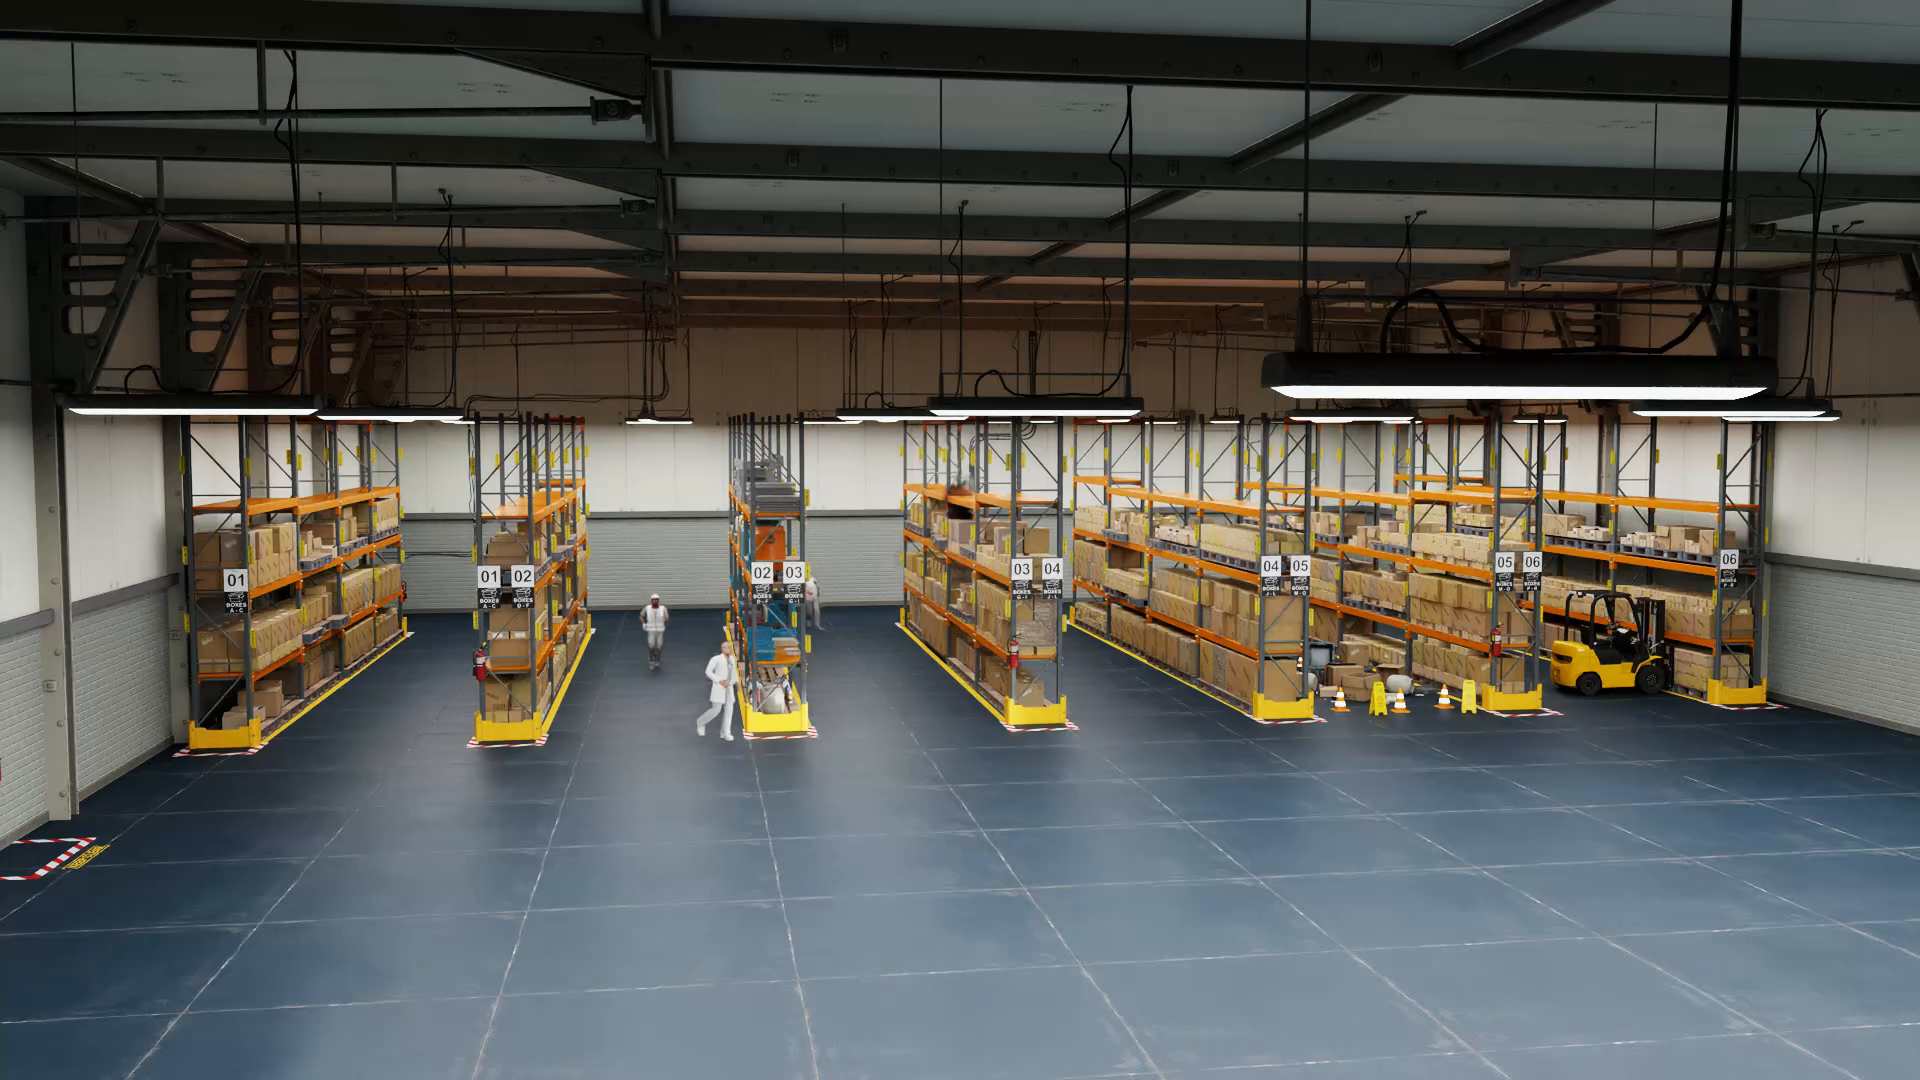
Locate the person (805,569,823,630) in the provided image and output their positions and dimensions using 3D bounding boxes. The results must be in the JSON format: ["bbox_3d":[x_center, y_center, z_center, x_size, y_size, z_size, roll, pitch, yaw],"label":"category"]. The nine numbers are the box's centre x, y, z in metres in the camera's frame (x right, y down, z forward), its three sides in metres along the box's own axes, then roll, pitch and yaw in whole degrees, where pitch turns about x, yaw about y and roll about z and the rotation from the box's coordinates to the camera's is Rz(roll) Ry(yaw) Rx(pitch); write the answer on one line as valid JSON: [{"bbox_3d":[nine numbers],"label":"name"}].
[{"bbox_3d":[-4.287,1.673,47.054,0.667,1.745,0.813,-3,5,-33],"label":"person"}]

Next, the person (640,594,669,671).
[{"bbox_3d":[-7.173,2.177,39.154,0.659,1.805,0.685,-1,4,-18],"label":"person"}]

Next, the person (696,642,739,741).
[{"bbox_3d":[-4.368,2.759,30.664,0.905,1.760,0.758,3,5,40],"label":"person"}]
